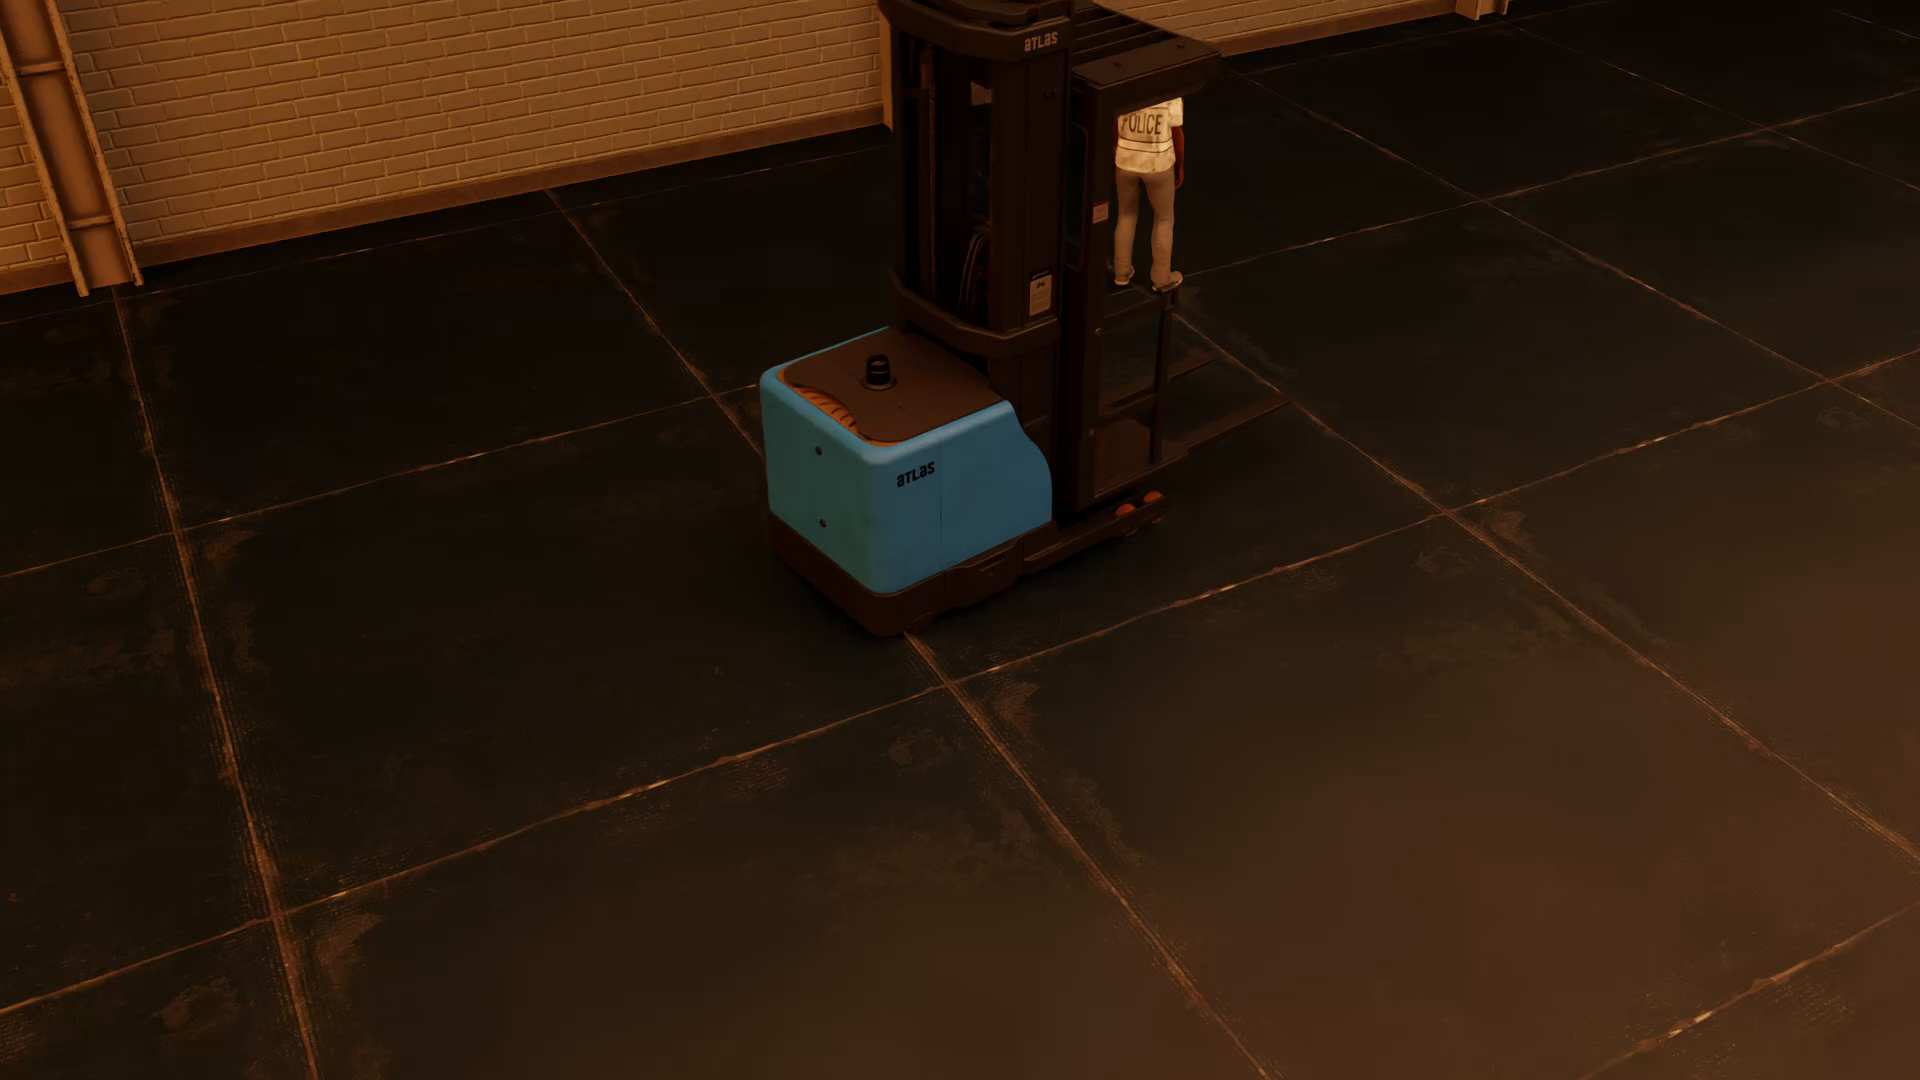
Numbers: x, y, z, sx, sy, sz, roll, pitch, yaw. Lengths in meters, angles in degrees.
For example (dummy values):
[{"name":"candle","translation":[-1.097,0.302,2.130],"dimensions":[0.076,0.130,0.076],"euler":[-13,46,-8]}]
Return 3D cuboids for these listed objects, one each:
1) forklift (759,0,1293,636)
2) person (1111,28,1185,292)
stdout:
[{"name":"forklift","translation":[0.493,-1.434,8.152],"dimensions":[3.031,2.935,1.130],"euler":[-25,42,-30]},{"name":"person","translation":[1.198,-2.395,10.614],"dimensions":[0.530,1.660,0.398],"euler":[12,37,16]}]
